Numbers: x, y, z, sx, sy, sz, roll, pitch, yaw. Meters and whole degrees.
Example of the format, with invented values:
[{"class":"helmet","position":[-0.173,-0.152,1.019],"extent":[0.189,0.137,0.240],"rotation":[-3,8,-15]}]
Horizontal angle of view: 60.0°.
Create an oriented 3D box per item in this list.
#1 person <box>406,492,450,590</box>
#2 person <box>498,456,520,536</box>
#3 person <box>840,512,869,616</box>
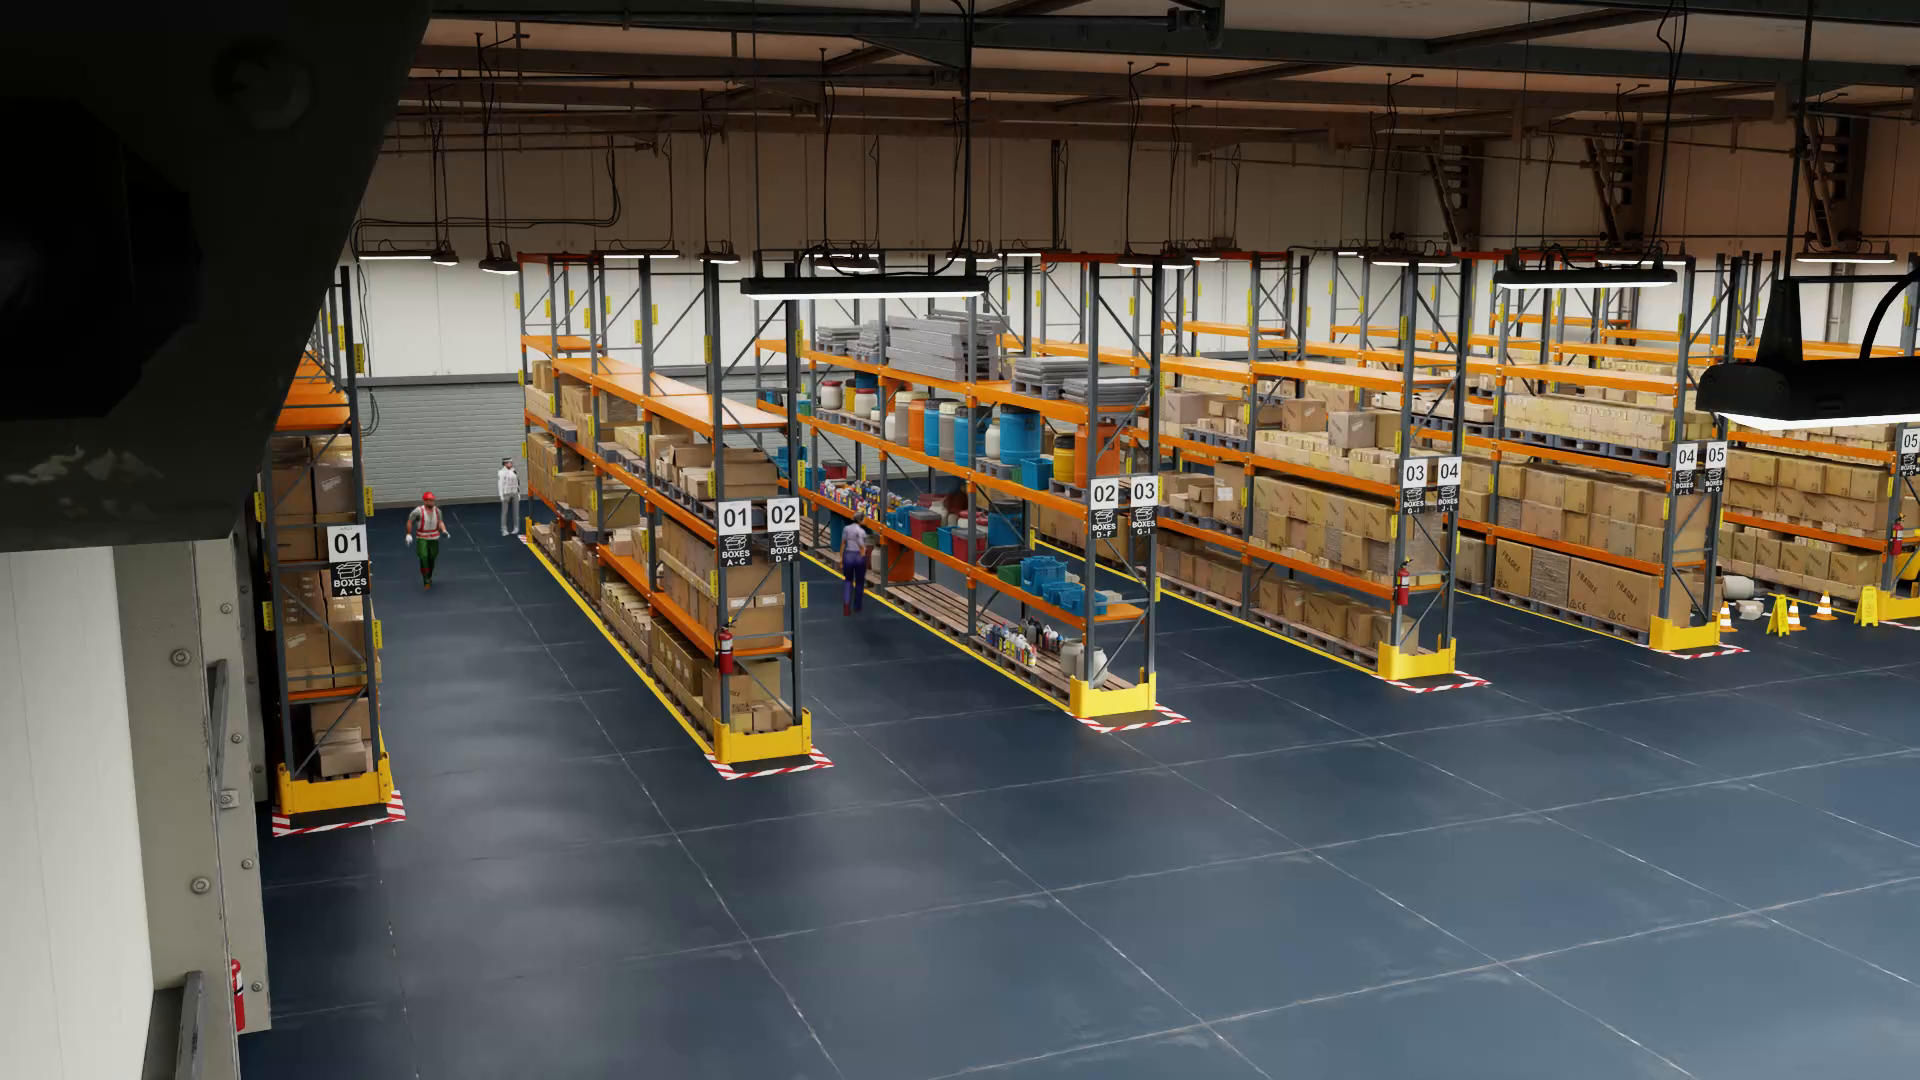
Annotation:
[{"class":"person","position":[-9.722,0.011,30.346],"extent":[0.738,1.804,0.877],"rotation":[-5,11,-24]},{"class":"person","position":[-9.648,-0.960,35.635],"extent":[0.485,1.688,0.385],"rotation":[-7,12,-33]},{"class":"person","position":[-1.719,0.396,26.855],"extent":[0.491,1.699,0.447],"rotation":[2,11,12]}]
